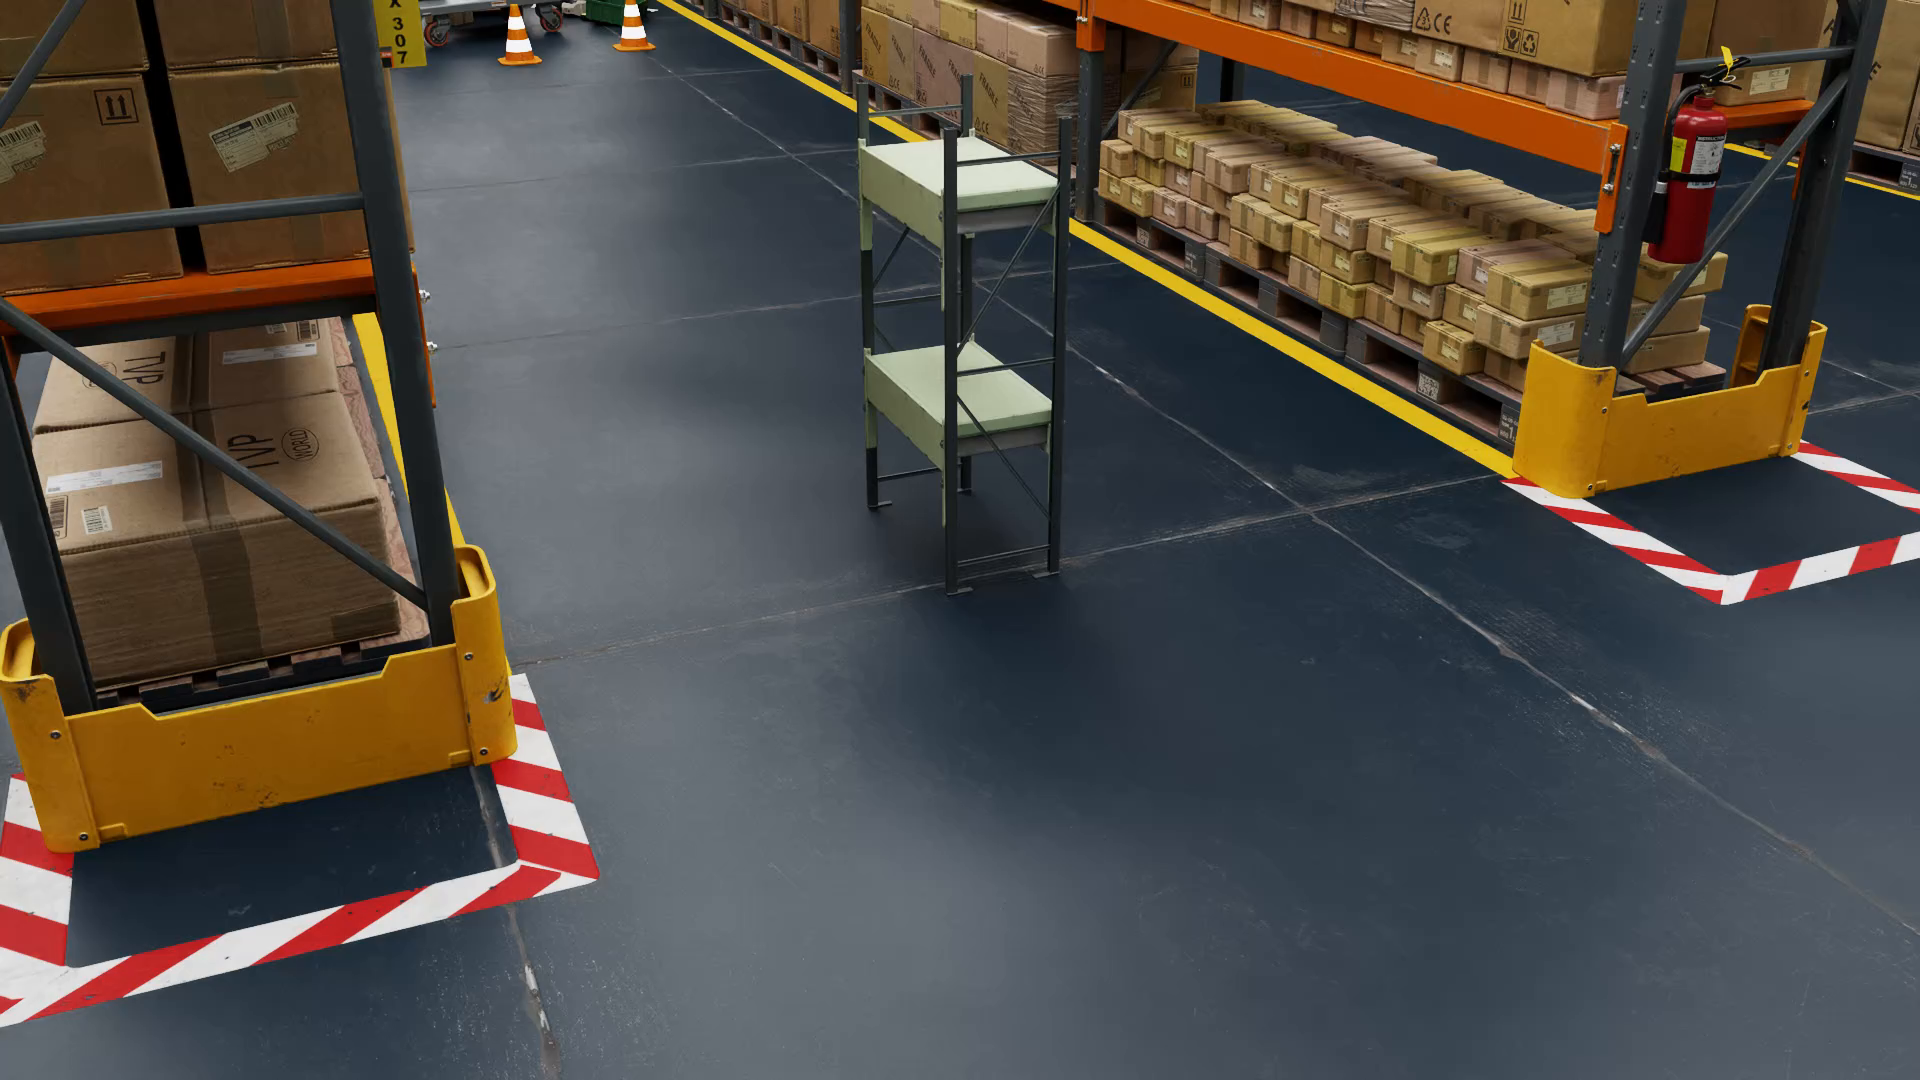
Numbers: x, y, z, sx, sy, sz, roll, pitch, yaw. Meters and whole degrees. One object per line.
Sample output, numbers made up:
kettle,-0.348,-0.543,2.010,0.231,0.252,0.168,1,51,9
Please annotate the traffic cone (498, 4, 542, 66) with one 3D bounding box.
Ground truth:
traffic cone,-3.704,-4.235,13.895,0.336,0.463,0.334,-11,28,-21

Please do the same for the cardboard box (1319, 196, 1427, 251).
cardboard box,1.799,-1.380,7.251,0.380,0.149,0.250,-10,28,-19

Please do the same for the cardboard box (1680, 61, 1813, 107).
cardboard box,2.878,-1.701,6.101,0.380,0.149,0.250,-11,28,-21

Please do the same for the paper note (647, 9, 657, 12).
paper note,-3.093,-5.253,16.473,0.142,0.020,0.147,13,29,24

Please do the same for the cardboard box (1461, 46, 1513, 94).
cardboard box,2.140,-1.802,6.309,0.380,0.149,0.250,-11,28,-21

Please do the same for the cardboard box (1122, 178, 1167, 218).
cardboard box,1.088,-1.839,8.869,0.380,0.149,0.250,-10,28,-19

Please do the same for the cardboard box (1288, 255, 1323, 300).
cardboard box,1.732,-1.222,7.605,0.380,0.149,0.250,-10,28,-20

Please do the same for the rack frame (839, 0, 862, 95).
rack frame,-0.430,-4.856,12.278,1.000,3.000,0.127,-11,28,-21

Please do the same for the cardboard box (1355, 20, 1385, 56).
cardboard box,1.892,-2.132,6.984,0.380,0.149,0.250,-12,28,-23

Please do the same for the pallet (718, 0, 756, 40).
pallet,-1.625,-4.919,15.585,1.003,0.211,1.213,-11,28,-21

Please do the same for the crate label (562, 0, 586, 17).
crate label,-3.732,-5.179,16.202,0.250,0.136,0.298,13,29,24

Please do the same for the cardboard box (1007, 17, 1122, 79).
cardboard box,0.612,-2.901,9.789,0.500,0.250,0.500,-11,28,-22

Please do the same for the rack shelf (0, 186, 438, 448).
rack shelf,-2.595,-1.219,5.649,1.077,0.370,4.000,-11,28,-21

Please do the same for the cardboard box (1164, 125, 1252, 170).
cardboard box,1.279,-2.027,8.575,0.380,0.149,0.250,-11,28,-21

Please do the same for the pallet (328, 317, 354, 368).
pallet,-3.153,-0.777,7.100,1.003,0.211,1.213,-11,28,-21

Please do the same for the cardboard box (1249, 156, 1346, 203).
cardboard box,1.609,-1.713,7.932,0.380,0.149,0.250,-12,28,-23

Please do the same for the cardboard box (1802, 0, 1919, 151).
cardboard box,5.925,-3.007,10.432,0.875,0.875,0.875,-11,28,-21

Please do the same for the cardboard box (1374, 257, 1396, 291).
cardboard box,2.018,-1.168,7.154,0.380,0.149,0.250,-11,28,-21

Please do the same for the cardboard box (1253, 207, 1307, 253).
cardboard box,1.597,-1.461,7.756,0.380,0.149,0.250,-10,28,-20

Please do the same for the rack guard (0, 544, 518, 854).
rack guard,-1.803,0.398,4.366,1.175,0.500,0.348,-11,28,-21

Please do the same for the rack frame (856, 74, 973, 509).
rack frame,-0.146,-0.824,5.729,0.400,1.500,0.023,-11,28,-21

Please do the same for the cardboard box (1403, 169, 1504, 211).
cardboard box,2.277,-1.599,7.700,0.380,0.149,0.250,-10,28,-20

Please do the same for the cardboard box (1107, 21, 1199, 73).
cardboard box,1.090,-2.988,9.966,0.500,0.250,0.500,-12,28,-23

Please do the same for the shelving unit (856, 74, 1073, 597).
shelving unit,-0.003,-0.677,5.426,0.431,1.500,0.755,-11,28,-21

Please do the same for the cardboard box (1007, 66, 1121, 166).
cardboard box,0.615,-2.562,9.950,0.500,0.500,0.500,-11,28,-22

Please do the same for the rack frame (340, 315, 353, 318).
rack frame,-3.378,-2.350,7.145,1.000,3.000,0.127,-11,28,-21

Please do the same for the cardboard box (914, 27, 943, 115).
cardboard box,0.018,-3.184,11.222,0.500,0.500,0.500,-11,28,-22

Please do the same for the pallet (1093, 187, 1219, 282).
pallet,1.432,-1.723,9.039,1.003,0.211,1.213,-11,28,-21

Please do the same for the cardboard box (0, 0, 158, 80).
cardboard box,-2.220,-1.383,3.911,0.500,0.500,0.500,-10,28,-19

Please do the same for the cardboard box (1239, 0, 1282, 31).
cardboard box,1.507,-2.435,7.604,0.380,0.149,0.250,-9,28,-18

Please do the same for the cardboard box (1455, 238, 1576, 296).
cardboard box,2.217,-1.083,6.642,0.380,0.149,0.250,-10,28,-20

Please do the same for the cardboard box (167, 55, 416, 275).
cardboard box,-1.736,-1.023,4.313,0.500,0.500,0.500,-11,28,-21

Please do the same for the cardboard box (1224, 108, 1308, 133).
cardboard box,1.652,-2.221,8.973,0.380,0.149,0.250,-10,28,-20

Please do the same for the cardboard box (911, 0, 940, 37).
cardboard box,-0.002,-3.532,11.081,0.500,0.250,0.500,-10,28,-20

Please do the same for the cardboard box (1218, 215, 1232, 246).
cardboard box,1.516,-1.552,8.280,0.380,0.149,0.250,-12,28,-23

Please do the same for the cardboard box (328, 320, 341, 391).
cardboard box,-2.880,-0.754,6.318,0.875,0.438,0.875,-11,28,-22

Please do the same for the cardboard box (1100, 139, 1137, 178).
cardboard box,0.984,-2.081,9.026,0.380,0.149,0.250,-9,28,-18

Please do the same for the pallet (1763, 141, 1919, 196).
pallet,5.966,-2.479,10.588,1.003,0.211,1.213,-11,28,-21

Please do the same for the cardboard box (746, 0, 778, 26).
cardboard box,-1.296,-5.024,14.706,1.050,0.750,0.750,-11,28,-21

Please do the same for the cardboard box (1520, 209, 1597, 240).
cardboard box,2.611,-1.286,7.057,0.380,0.149,0.250,-11,28,-21

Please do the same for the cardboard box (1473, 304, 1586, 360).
cardboard box,2.234,-0.832,6.467,0.380,0.149,0.250,-11,28,-22

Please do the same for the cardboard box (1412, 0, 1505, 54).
cardboard box,2.093,-2.151,6.284,0.500,0.500,0.500,-11,28,-21

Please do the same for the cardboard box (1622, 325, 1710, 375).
cardboard box,2.793,-0.801,6.742,0.380,0.149,0.250,-10,28,-20

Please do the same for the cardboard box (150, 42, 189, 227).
cardboard box,-2.427,-1.135,4.541,0.500,0.500,0.500,-11,28,-22

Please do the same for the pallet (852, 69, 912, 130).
pallet,-0.125,-3.288,12.243,1.003,0.211,1.213,-11,28,-21

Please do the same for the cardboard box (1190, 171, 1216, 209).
cardboard box,1.398,-1.793,8.435,0.380,0.149,0.250,-12,29,-23

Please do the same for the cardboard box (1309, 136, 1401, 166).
cardboard box,1.977,-1.910,8.336,0.380,0.149,0.250,-12,28,-23

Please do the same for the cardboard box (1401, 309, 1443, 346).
cardboard box,2.087,-0.919,6.984,0.380,0.149,0.250,-11,28,-21

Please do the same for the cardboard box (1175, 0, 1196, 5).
cardboard box,1.269,-2.768,8.286,0.380,0.149,0.250,-12,28,-23
